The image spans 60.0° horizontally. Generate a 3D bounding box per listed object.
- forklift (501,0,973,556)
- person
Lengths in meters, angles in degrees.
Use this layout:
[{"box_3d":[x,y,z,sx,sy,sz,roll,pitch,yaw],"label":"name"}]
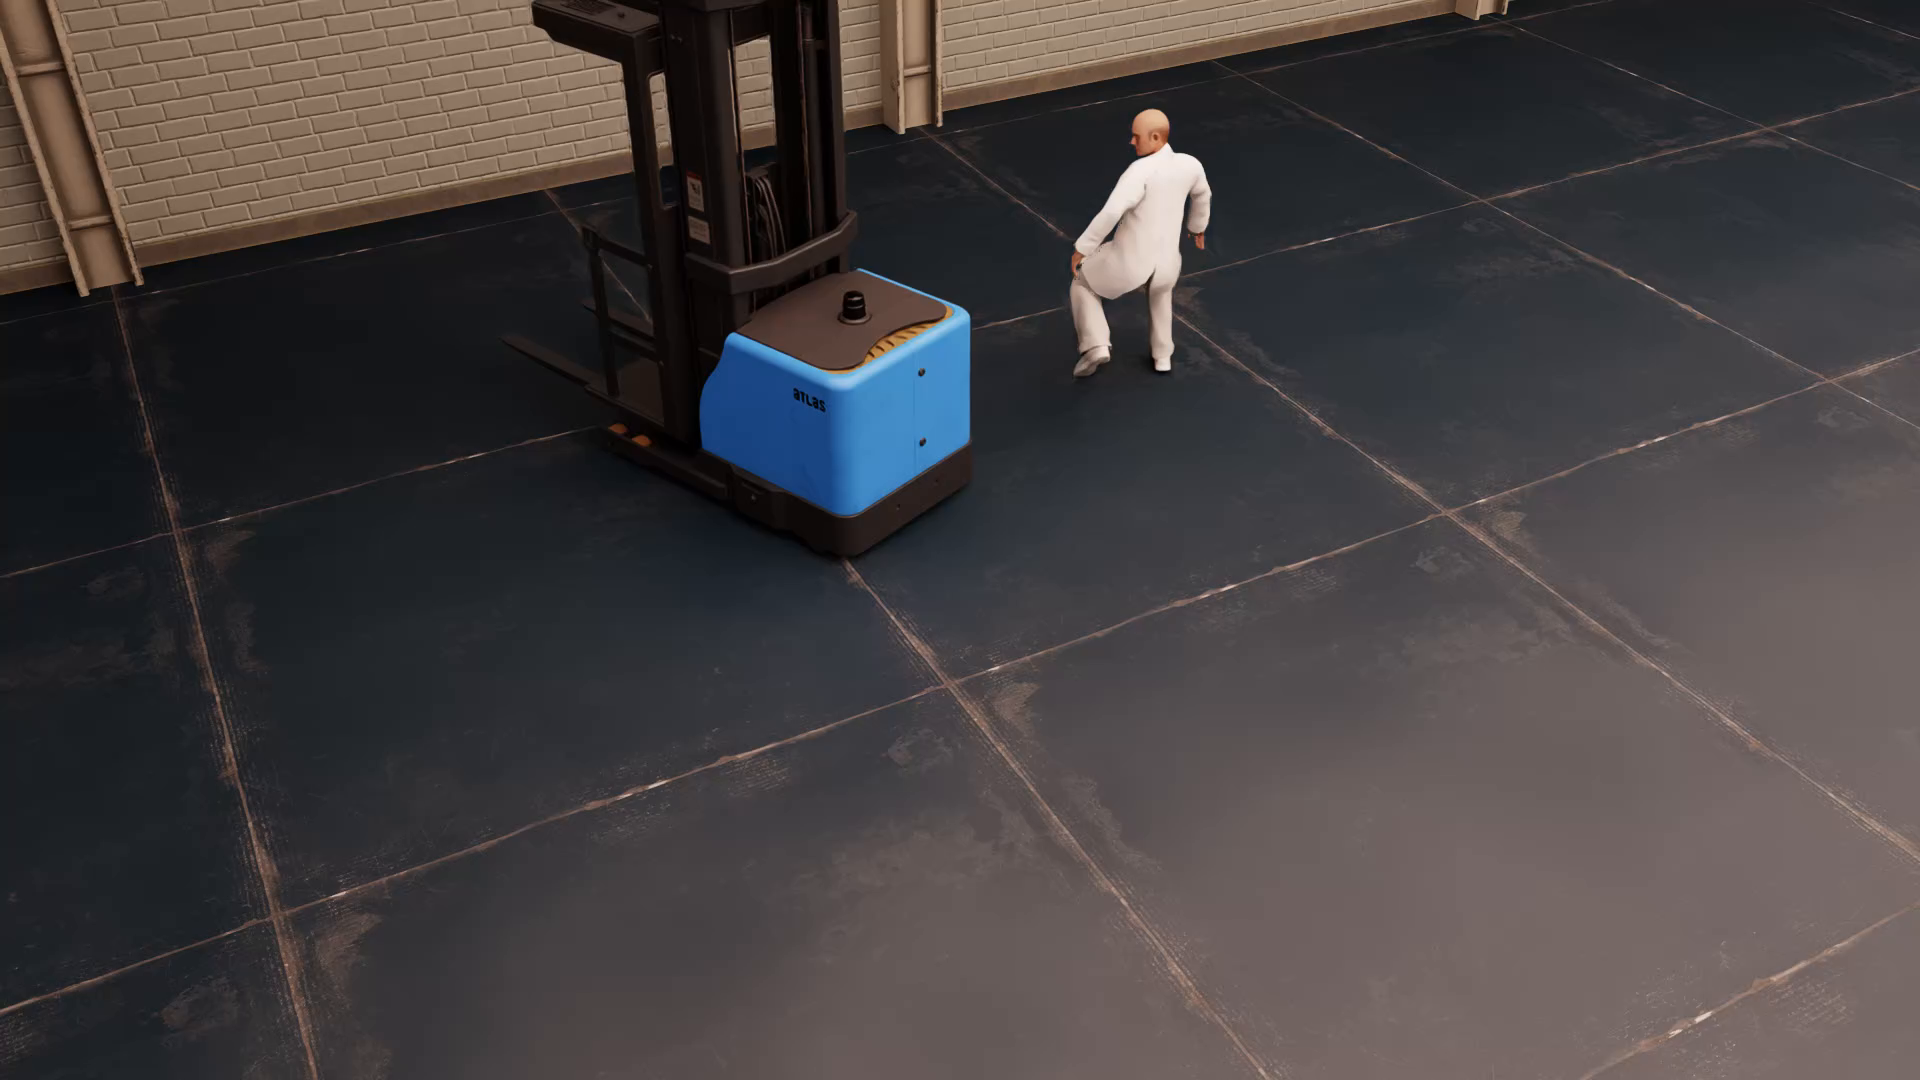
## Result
[{"box_3d":[-1.388,-1.822,8.700,3.031,2.935,1.130,26,43,31],"label":"forklift"},{"box_3d":[1.056,-1.691,9.667,1.026,1.662,0.543,-13,37,-18],"label":"person"}]
